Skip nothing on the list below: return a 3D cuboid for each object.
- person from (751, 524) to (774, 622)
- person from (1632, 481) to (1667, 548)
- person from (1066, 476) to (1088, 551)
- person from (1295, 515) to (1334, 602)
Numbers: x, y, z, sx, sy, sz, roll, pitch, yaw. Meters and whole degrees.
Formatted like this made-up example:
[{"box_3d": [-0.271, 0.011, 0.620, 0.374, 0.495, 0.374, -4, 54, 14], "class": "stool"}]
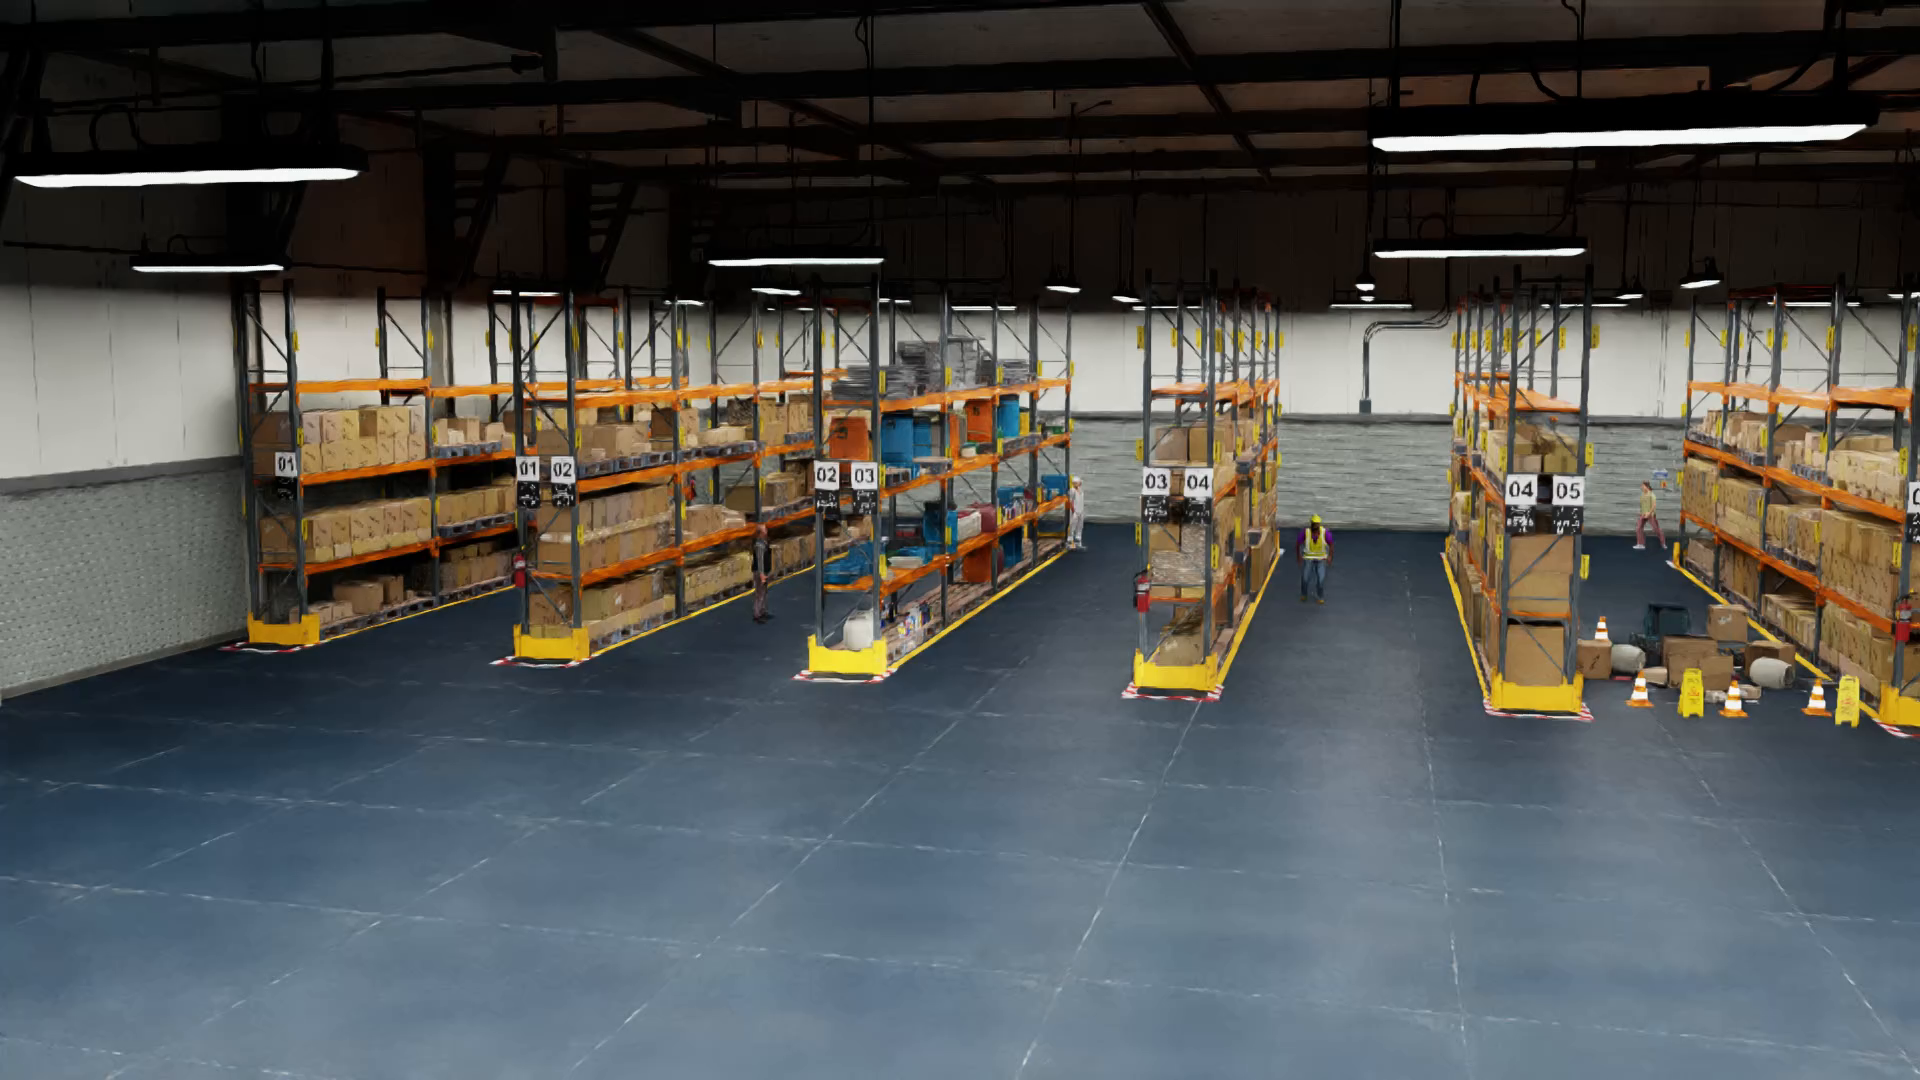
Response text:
[{"box_3d": [-3.532, 0.572, 29.699, 0.388, 1.726, 0.627, -1, 7, -7], "class": "person"}, {"box_3d": [16.667, -0.607, 40.021, 0.696, 1.642, 0.636, -3, 8, -27], "class": "person"}, {"box_3d": [2.765, -0.668, 39.507, 0.392, 1.728, 0.700, 4, 8, 32], "class": "person"}, {"box_3d": [6.765, 0.357, 31.756, 0.719, 1.714, 0.572, 1, 7, 11], "class": "person"}]
